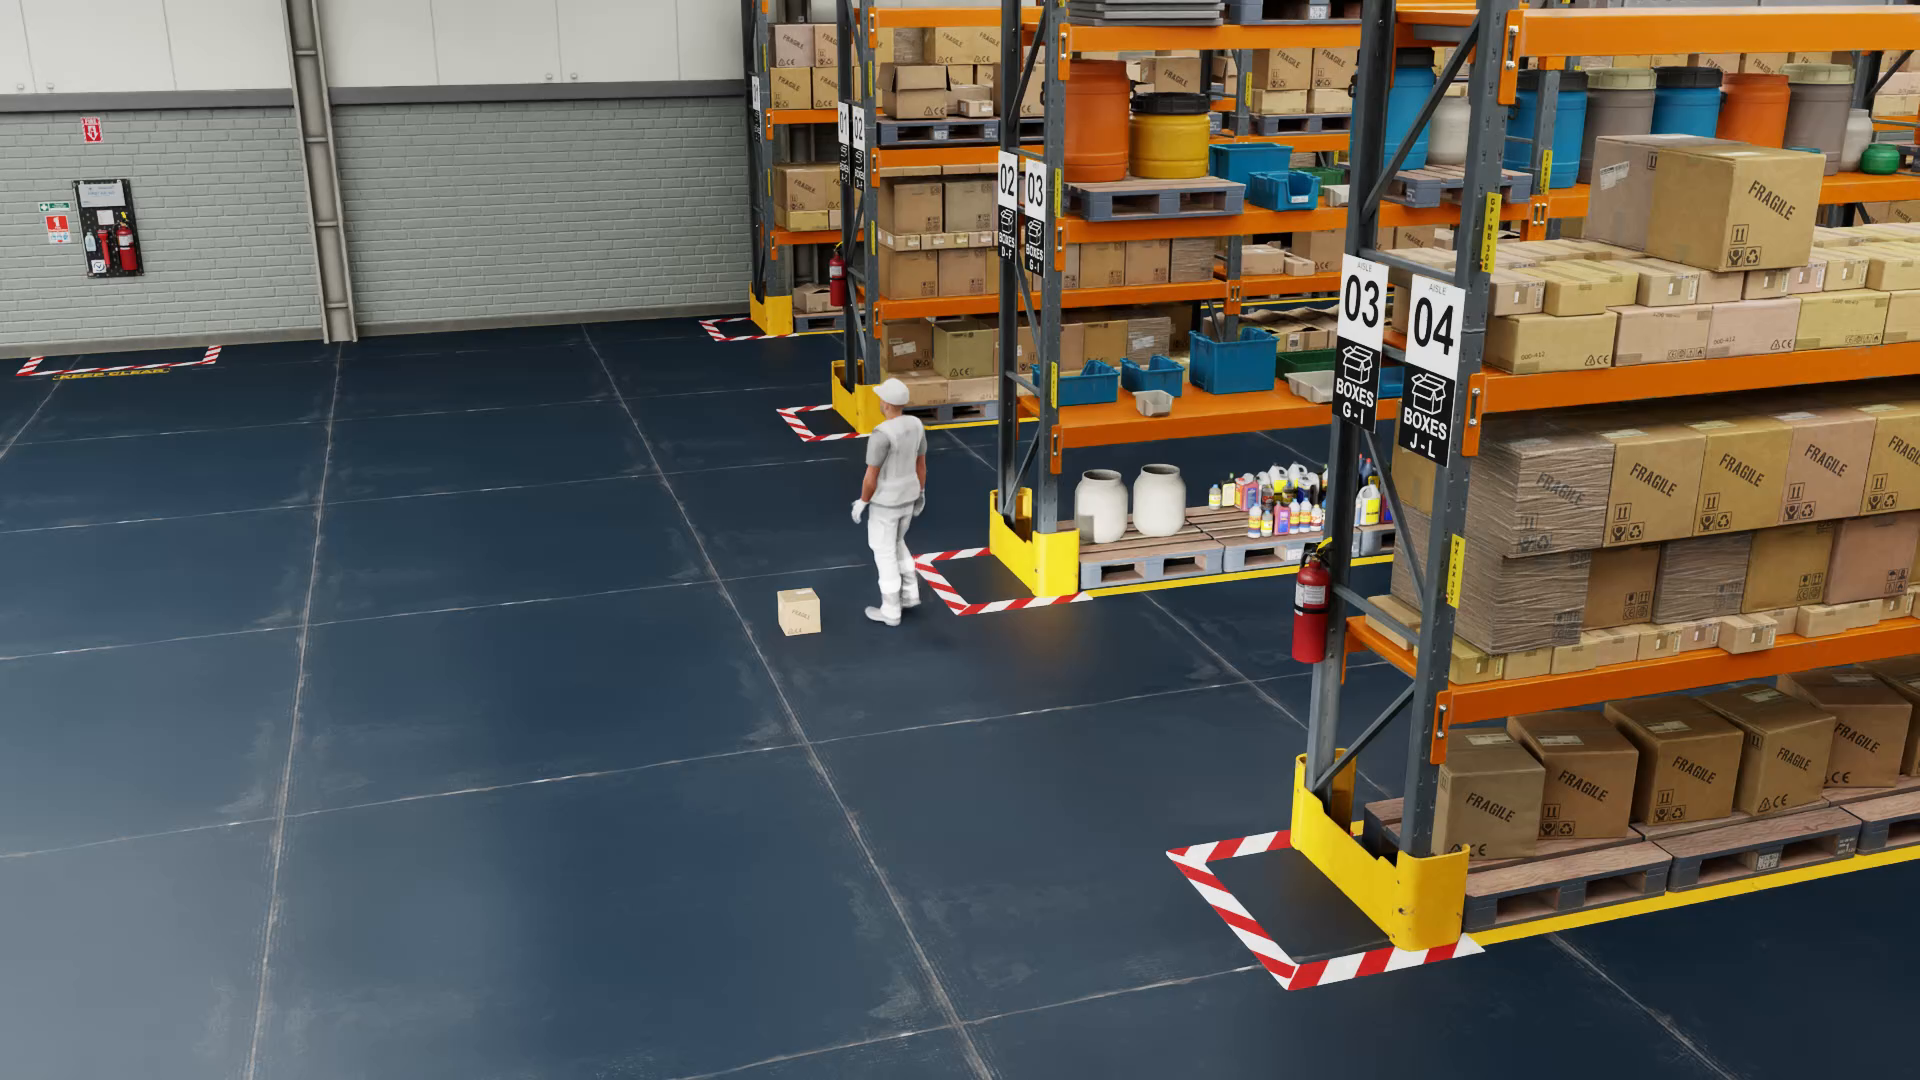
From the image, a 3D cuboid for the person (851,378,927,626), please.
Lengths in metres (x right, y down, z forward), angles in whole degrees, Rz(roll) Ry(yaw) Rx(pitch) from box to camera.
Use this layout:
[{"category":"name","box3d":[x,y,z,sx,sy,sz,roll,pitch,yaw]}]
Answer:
[{"category":"person","box3d":[-0.495,-0.268,11.809,0.393,1.823,0.554,15,24,37]}]
